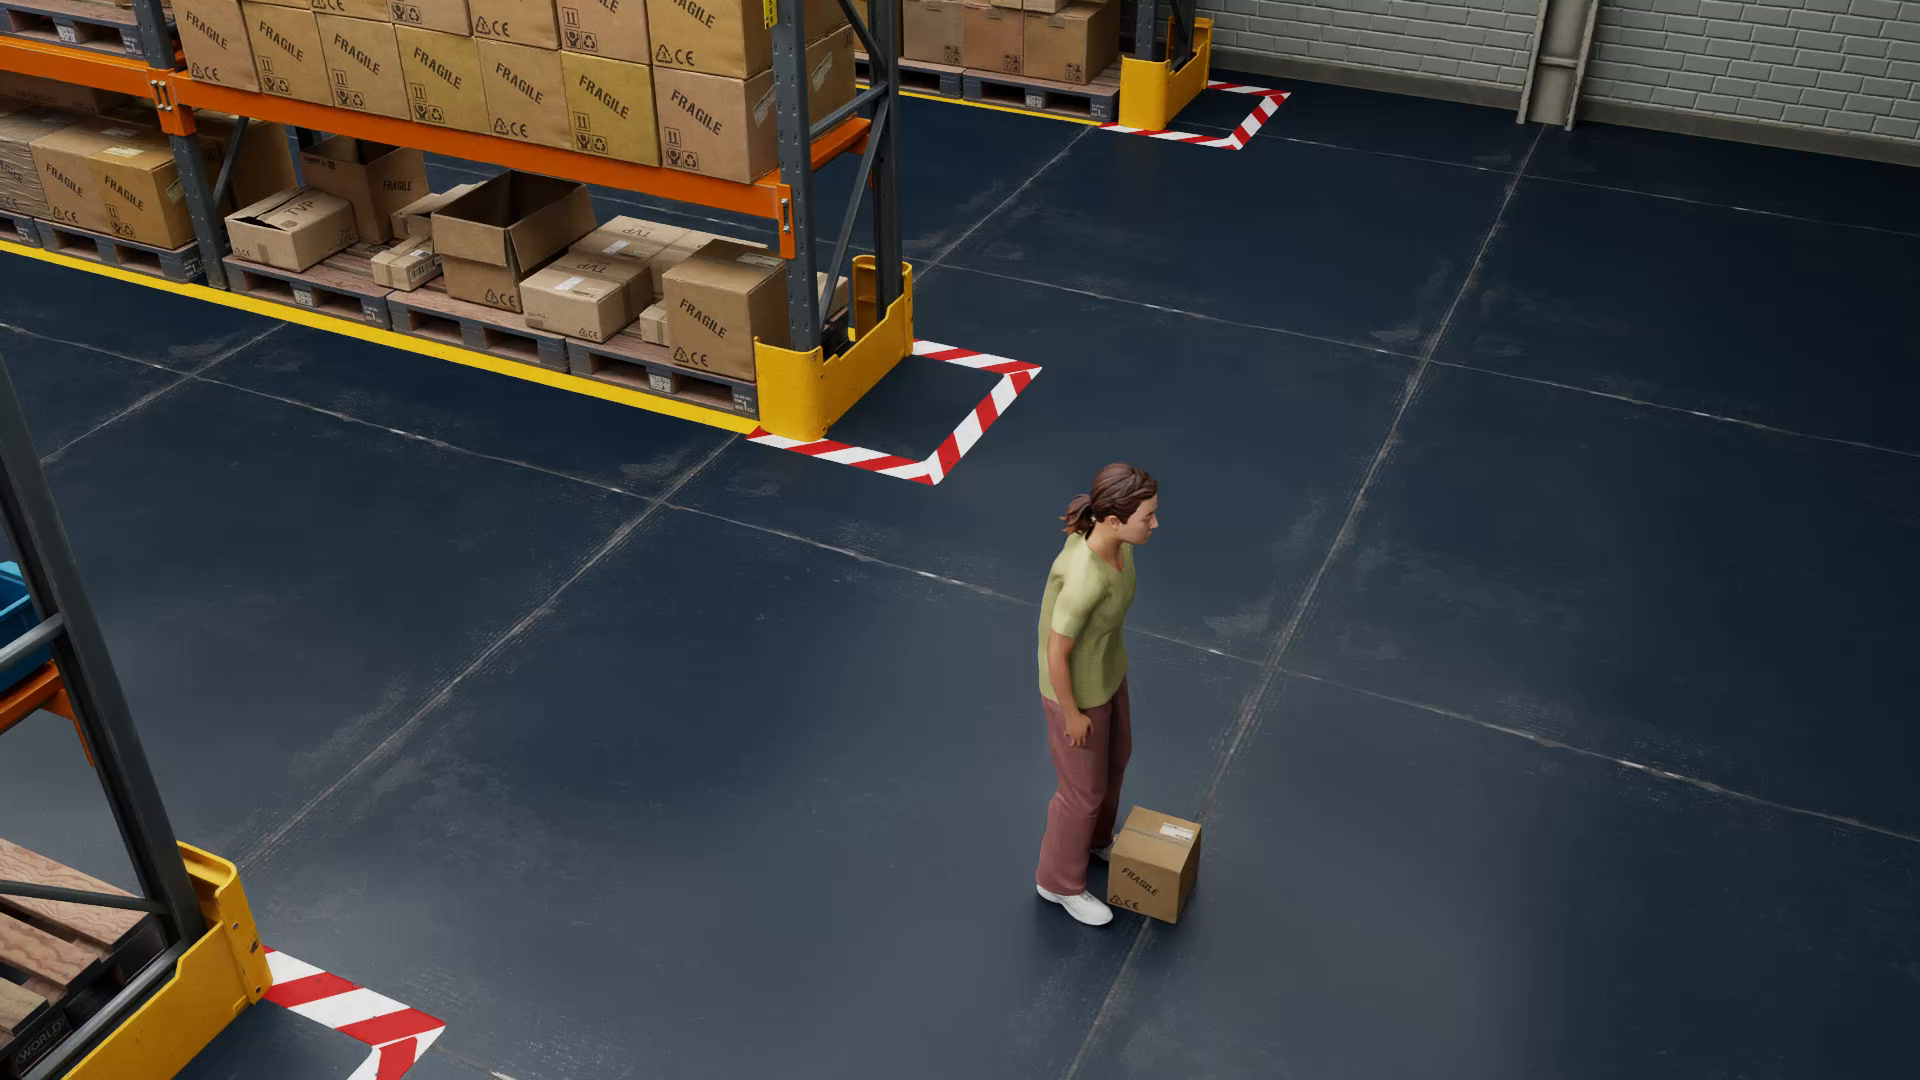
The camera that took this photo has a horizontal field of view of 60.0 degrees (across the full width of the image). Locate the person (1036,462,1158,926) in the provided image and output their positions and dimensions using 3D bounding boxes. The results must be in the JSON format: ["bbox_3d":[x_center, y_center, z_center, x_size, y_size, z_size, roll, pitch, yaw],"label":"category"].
[{"bbox_3d":[0.442,0.476,5.433,0.363,1.672,0.498,13,36,19],"label":"person"}]
